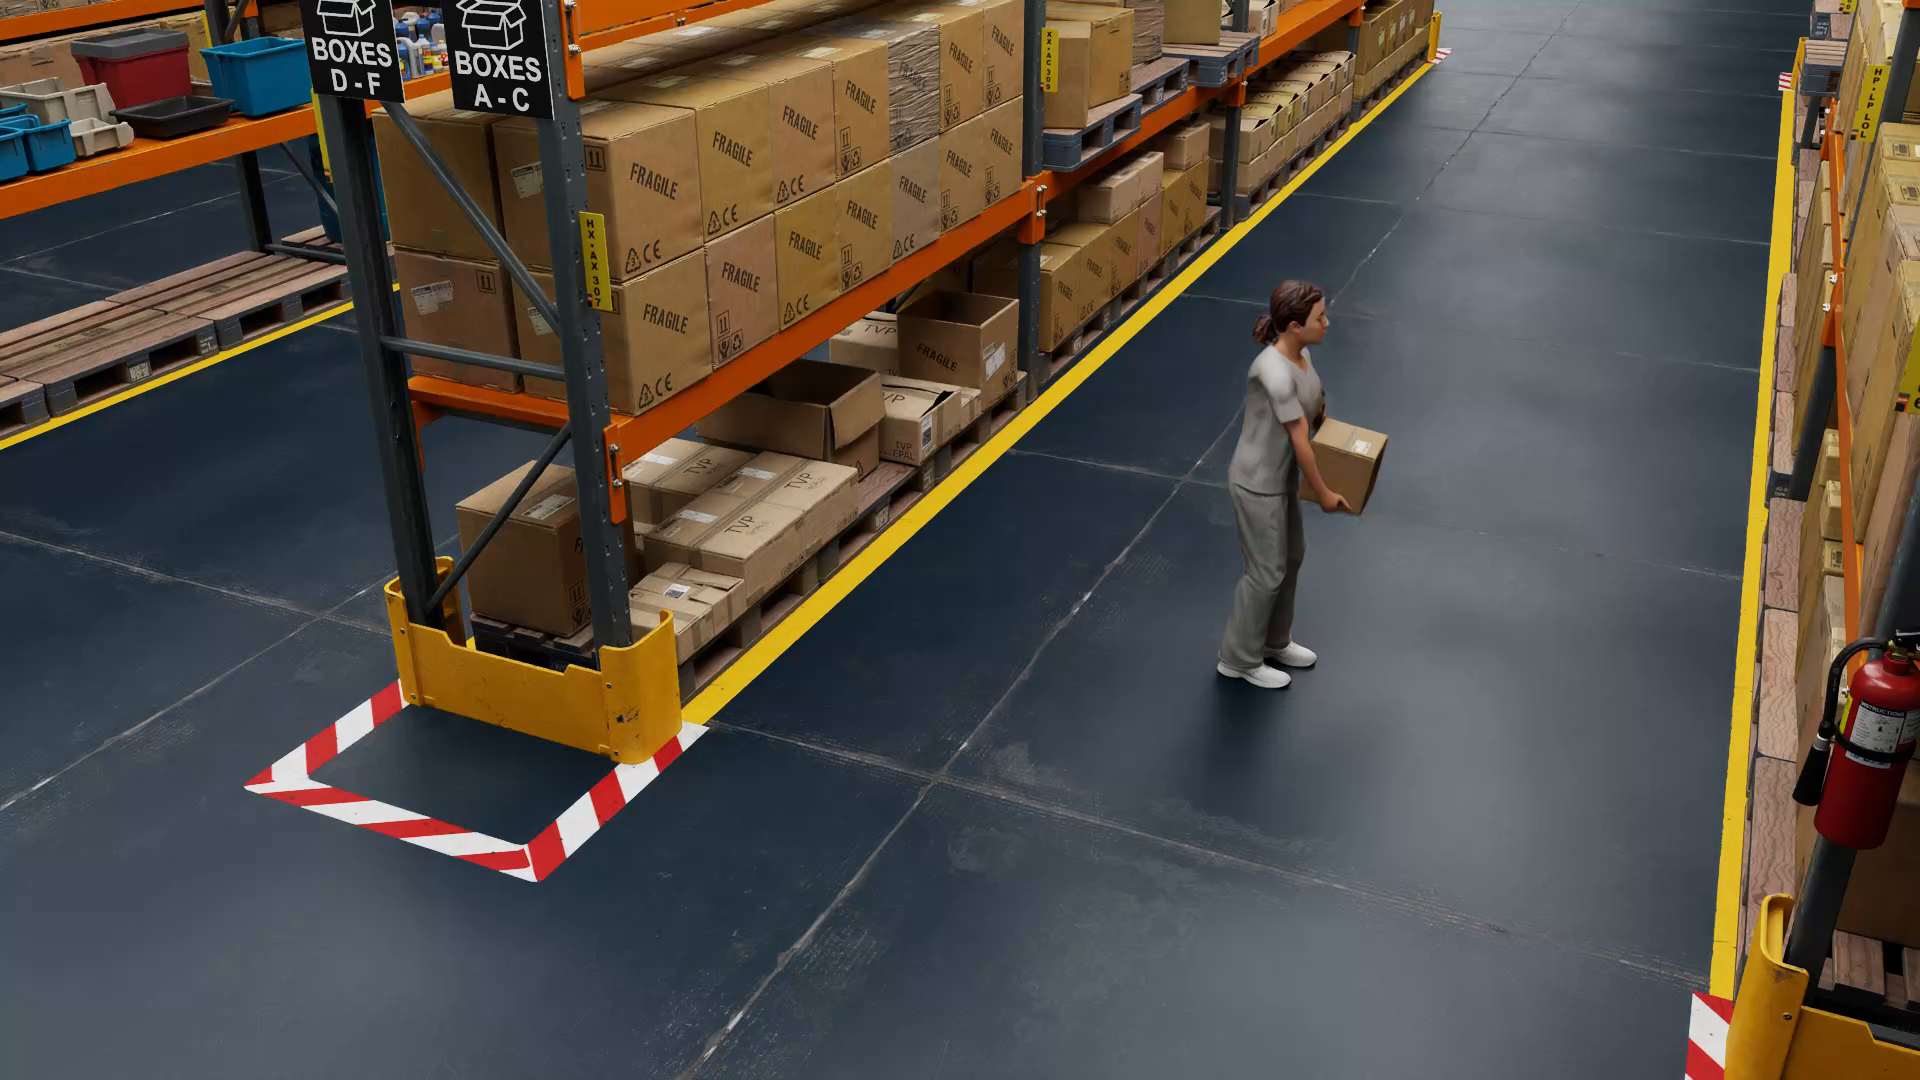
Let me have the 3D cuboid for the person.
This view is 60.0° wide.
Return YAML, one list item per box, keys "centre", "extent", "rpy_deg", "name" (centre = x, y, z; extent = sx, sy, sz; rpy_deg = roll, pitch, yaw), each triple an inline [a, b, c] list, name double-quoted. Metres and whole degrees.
- centre: [1.317, -0.210, 6.559]
  extent: [0.505, 1.666, 0.411]
  rpy_deg: [11, 28, 21]
  name: "person"
